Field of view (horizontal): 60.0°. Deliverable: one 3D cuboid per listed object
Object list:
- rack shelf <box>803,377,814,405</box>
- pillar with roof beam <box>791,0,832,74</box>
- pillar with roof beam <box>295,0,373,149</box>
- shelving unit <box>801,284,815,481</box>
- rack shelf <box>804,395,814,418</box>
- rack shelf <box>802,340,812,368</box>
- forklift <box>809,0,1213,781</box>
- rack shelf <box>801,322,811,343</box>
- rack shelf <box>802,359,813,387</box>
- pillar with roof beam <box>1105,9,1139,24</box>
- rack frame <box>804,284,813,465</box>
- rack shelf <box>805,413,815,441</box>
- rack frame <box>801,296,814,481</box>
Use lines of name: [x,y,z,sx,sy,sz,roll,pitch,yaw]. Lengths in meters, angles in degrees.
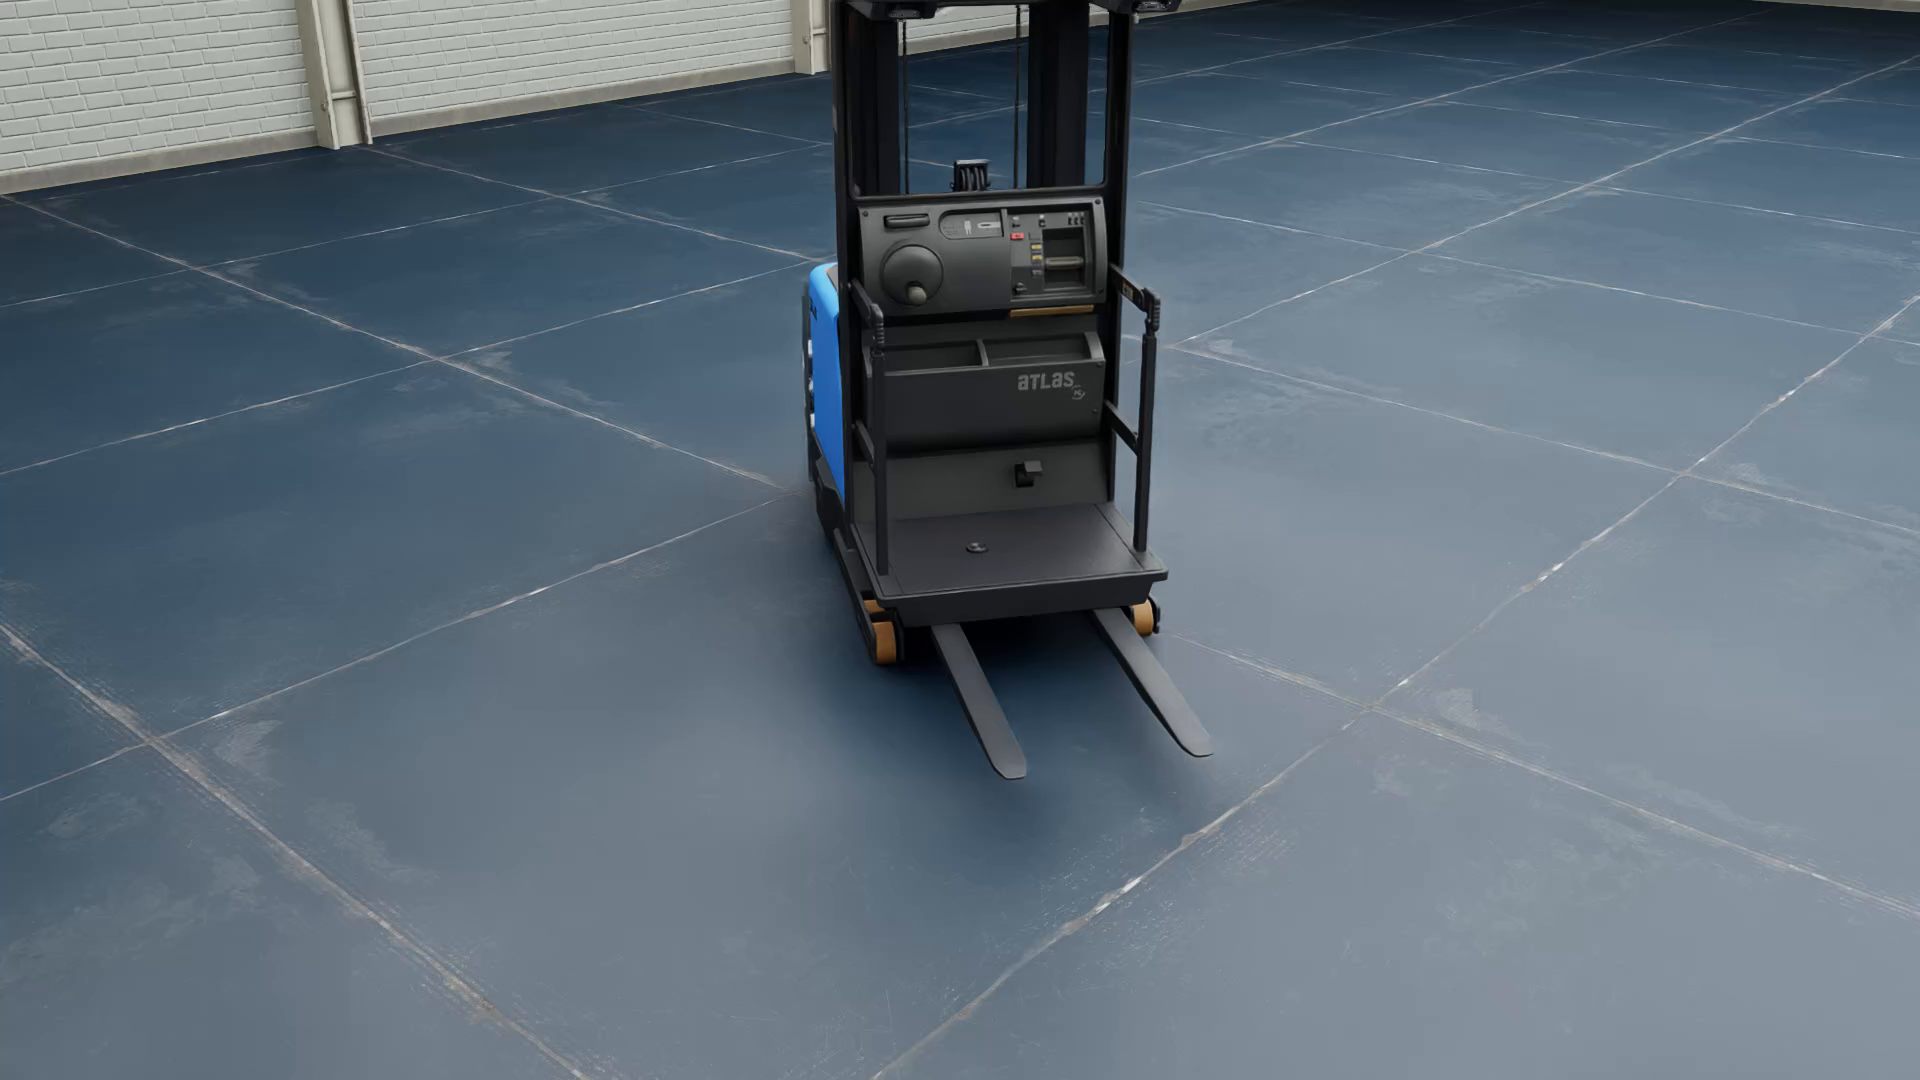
rack shelf: [-0.600,-0.704,7.802,0.258,0.077,0.200,-1,24,-2]
pillar with roof beam: [1.497,-8.437,15.068,9.100,9.000,0.400,20,31,38]
pillar with roof beam: [-2.507,-6.609,10.991,9.100,9.000,0.400,20,31,38]
shelving unit: [-0.600,-0.735,7.789,0.258,0.900,0.210,-1,24,-2]
rack shelf: [-0.600,-0.622,7.839,0.258,0.077,0.200,-1,24,-2]
rack shelf: [-0.600,-0.868,7.729,0.258,0.077,0.200,-1,24,-2]
forklift: [0.140,-1.038,5.982,1.130,2.935,3.031,-5,25,-11]
rack shelf: [-0.600,-0.951,7.692,0.258,0.077,0.200,-1,24,-2]
rack shelf: [-0.600,-0.786,7.765,0.258,0.077,0.200,-1,24,-2]
pillar with roof beam: [5.502,-10.265,19.145,9.100,9.000,0.400,20,31,38]
rack frame: [-0.603,-0.776,7.881,0.240,0.900,0.006,-1,24,-2]
rack shelf: [-0.600,-0.540,7.876,0.258,0.077,0.200,-1,24,-2]
rack frame: [-0.597,-0.693,7.696,0.240,0.900,0.006,-1,24,-2]
